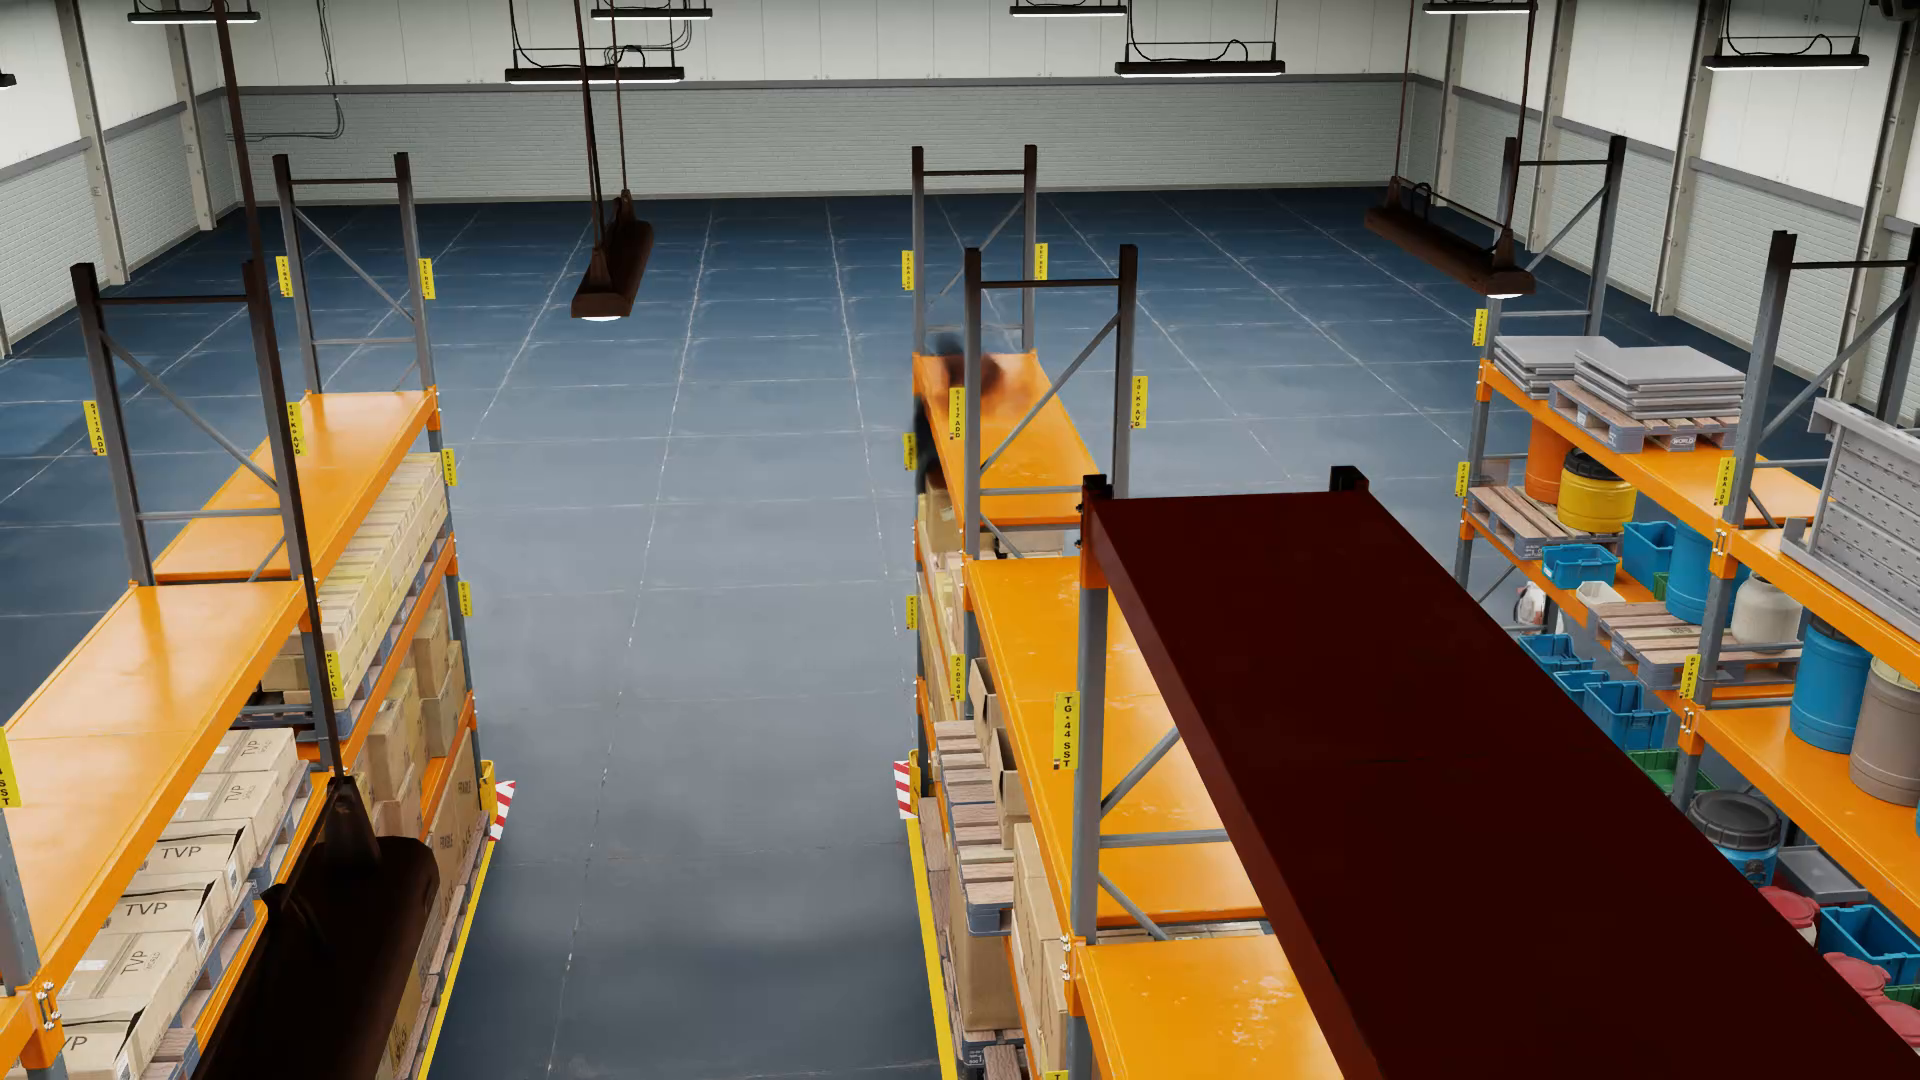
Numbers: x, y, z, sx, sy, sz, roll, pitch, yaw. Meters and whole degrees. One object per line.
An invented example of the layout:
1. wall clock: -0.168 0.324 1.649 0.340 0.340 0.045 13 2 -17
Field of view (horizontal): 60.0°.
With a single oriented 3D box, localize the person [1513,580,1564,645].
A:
1. person: 5.868 0.959 16.895 0.674 1.810 0.739 -13 25 -29
